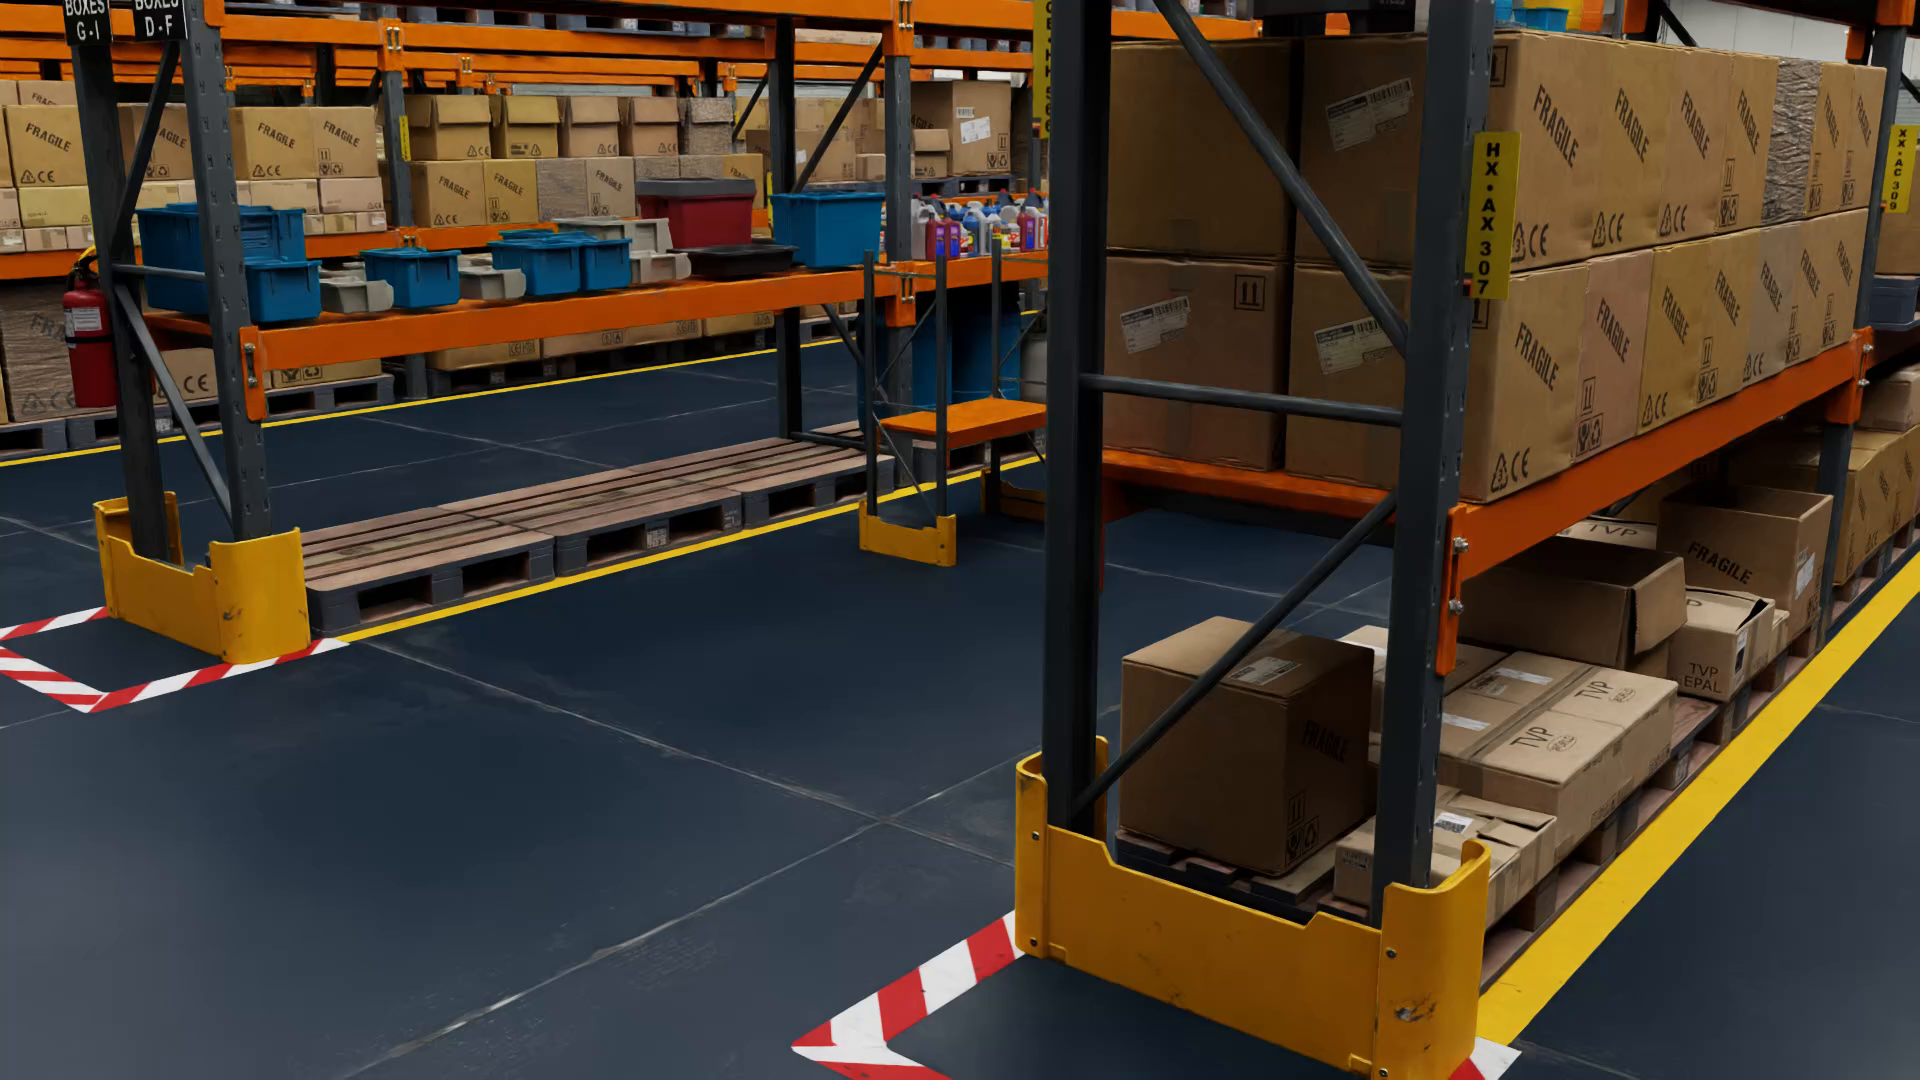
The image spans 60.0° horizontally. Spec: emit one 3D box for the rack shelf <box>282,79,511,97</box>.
[{"bbox_3d":[-9.842,-7.931,29.118,1.077,0.370,4.000,11,18,38],"label":"rack shelf"}]

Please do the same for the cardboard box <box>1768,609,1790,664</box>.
[{"bbox_3d":[2.821,0.327,6.140,0.380,0.149,0.250,11,18,38],"label":"cardboard box"}]

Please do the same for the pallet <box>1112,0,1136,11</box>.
[{"bbox_3d":[0.424,-3.588,10.946,1.003,0.211,1.213,11,18,38],"label":"pallet"}]

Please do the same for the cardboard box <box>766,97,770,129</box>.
[{"bbox_3d":[-2.808,-5.713,22.522,0.875,0.550,0.550,11,18,38],"label":"cardboard box"}]

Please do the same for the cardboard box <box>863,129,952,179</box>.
[{"bbox_3d":[-0.545,-4.049,17.406,0.797,0.503,0.637,14,20,43],"label":"cardboard box"}]

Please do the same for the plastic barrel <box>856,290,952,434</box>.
[{"bbox_3d":[-0.348,-1.131,10.392,0.600,0.901,0.708,11,18,38],"label":"plastic barrel"}]

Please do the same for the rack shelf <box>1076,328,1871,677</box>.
[{"bbox_3d":[1.890,-0.344,5.346,1.077,0.370,4.000,11,18,38],"label":"rack shelf"}]

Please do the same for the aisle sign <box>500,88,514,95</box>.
[{"bbox_3d":[-8.315,-8.436,30.457,0.394,0.787,0.004,11,18,38],"label":"aisle sign"}]

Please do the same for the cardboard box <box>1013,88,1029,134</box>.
[{"bbox_3d":[0.953,-4.866,18.846,0.500,0.500,0.500,11,18,38],"label":"cardboard box"}]

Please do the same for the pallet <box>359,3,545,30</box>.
[{"bbox_3d":[-4.018,-4.154,13.178,0.805,0.209,1.217,10,18,35],"label":"pallet"}]

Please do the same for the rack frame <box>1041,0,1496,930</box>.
[{"bbox_3d":[0.633,-0.310,3.750,1.000,3.000,0.127,11,18,38],"label":"rack frame"}]

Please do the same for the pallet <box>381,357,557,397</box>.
[{"bbox_3d":[-4.129,-1.417,13.773,1.003,0.211,1.213,11,18,38],"label":"pallet"}]

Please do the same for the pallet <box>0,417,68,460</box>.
[{"bbox_3d":[-6.628,-0.657,10.781,1.003,0.211,1.213,11,18,38],"label":"pallet"}]

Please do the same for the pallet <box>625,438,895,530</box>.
[{"bbox_3d":[-1.135,-0.345,9.551,1.003,0.211,1.213,11,18,38],"label":"pallet"}]

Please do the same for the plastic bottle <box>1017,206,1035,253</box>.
[{"bbox_3d":[0.417,-1.961,10.486,0.061,0.283,0.133,11,18,38],"label":"plastic bottle"}]

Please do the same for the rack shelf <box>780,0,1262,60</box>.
[{"bbox_3d":[0.554,-3.331,11.012,1.077,0.370,4.000,11,18,38],"label":"rack shelf"}]

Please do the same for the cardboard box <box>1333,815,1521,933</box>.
[{"bbox_3d":[1.164,0.832,4.153,0.380,0.149,0.250,11,18,38],"label":"cardboard box"}]

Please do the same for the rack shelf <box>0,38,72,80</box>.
[{"bbox_3d":[-9.607,-4.118,14.111,1.077,0.370,4.000,11,18,38],"label":"rack shelf"}]

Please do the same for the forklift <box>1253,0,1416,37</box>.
[{"bbox_3d":[2.526,-1.787,9.706,3.031,2.935,1.130,-8,16,-30],"label":"forklift"}]

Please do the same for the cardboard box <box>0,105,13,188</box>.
[{"bbox_3d":[-6.244,-2.424,10.251,0.500,0.500,0.500,11,18,36],"label":"cardboard box"}]

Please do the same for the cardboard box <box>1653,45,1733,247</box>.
[{"bbox_3d":[1.758,-1.083,4.561,0.500,0.500,0.500,12,18,38],"label":"cardboard box"}]

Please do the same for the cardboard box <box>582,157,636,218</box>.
[{"bbox_3d":[-3.121,-2.999,14.134,0.500,0.500,0.500,12,18,39],"label":"cardboard box"}]

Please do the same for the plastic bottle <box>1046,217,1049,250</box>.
[{"bbox_3d":[0.560,-1.972,10.695,0.097,0.201,0.097,0,14,0],"label":"plastic bottle"}]

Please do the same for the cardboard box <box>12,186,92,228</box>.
[{"bbox_3d":[-5.918,-2.161,10.739,0.500,0.250,0.500,11,18,36],"label":"cardboard box"}]

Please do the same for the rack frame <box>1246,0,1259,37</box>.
[{"bbox_3d":[1.811,-2.609,12.801,1.000,3.000,0.127,11,18,38],"label":"rack frame"}]

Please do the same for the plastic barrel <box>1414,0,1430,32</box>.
[{"bbox_3d":[3.763,-4.816,14.376,0.600,0.901,0.600,0,14,0],"label":"plastic barrel"}]

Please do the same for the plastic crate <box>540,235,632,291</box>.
[{"bbox_3d":[-1.790,-1.331,7.987,0.416,0.233,0.300,11,18,38],"label":"plastic crate"}]

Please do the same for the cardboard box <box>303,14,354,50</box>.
[{"bbox_3d":[-6.619,-5.323,17.189,0.500,0.500,0.500,11,18,38],"label":"cardboard box"}]

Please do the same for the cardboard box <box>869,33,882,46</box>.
[{"bbox_3d":[-0.910,-5.005,16.446,0.500,0.250,0.500,12,18,39],"label":"cardboard box"}]

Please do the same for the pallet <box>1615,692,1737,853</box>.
[{"bbox_3d":[1.948,0.642,5.667,1.003,0.211,1.213,11,18,38],"label":"pallet"}]

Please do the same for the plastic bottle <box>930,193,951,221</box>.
[{"bbox_3d":[-0.152,-2.059,10.735,0.144,0.351,0.185,11,18,38],"label":"plastic bottle"}]

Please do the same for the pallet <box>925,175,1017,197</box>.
[{"bbox_3d":[-0.121,-3.925,18.369,1.003,0.211,1.213,11,18,38],"label":"pallet"}]

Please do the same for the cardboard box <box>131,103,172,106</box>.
[{"bbox_3d":[-10.187,-5.203,20.778,0.500,0.500,0.500,12,18,39],"label":"cardboard box"}]

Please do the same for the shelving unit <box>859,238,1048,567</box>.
[{"bbox_3d":[0.048,-0.742,8.496,0.587,1.500,1.083,11,18,38],"label":"shelving unit"}]

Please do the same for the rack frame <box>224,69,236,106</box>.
[{"bbox_3d":[-9.750,-4.909,21.855,1.000,3.000,0.127,11,18,38],"label":"rack frame"}]

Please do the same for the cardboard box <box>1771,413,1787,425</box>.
[{"bbox_3d":[3.867,-0.406,8.310,0.500,0.500,0.500,12,18,38],"label":"cardboard box"}]

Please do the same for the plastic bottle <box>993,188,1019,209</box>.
[{"bbox_3d":[0.312,-2.257,11.514,0.144,0.351,0.185,11,18,38],"label":"plastic bottle"}]

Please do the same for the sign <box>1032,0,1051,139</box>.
[{"bbox_3d":[0.214,-1.114,3.921,0.100,0.325,0.005,11,18,38],"label":"sign"}]

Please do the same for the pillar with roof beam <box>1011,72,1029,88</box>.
[{"bbox_3d":[4.938,-12.903,41.139,9.100,9.000,0.400,11,18,38],"label":"pillar with roof beam"}]

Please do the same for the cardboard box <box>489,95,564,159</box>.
[{"bbox_3d":[-3.720,-3.397,13.663,0.797,0.503,0.637,12,18,38],"label":"cardboard box"}]

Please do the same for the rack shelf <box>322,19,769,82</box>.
[{"bbox_3d":[-3.299,-4.098,14.029,1.077,0.370,4.000,11,18,38],"label":"rack shelf"}]

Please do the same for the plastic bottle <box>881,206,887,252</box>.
[{"bbox_3d":[-0.477,-1.978,10.570,0.152,0.276,0.135,11,18,38],"label":"plastic bottle"}]

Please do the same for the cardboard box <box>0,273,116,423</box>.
[{"bbox_3d":[-6.158,-1.326,11.214,0.875,0.875,0.875,11,18,38],"label":"cardboard box"}]

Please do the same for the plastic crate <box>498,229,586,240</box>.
[{"bbox_3d":[-2.126,-1.458,8.487,0.416,0.233,0.300,11,18,38],"label":"plastic crate"}]

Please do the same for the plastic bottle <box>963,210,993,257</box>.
[{"bbox_3d":[0.114,-1.883,10.193,0.152,0.276,0.135,11,18,38],"label":"plastic bottle"}]

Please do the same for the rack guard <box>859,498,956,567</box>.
[{"bbox_3d":[-0.265,-0.040,8.274,0.587,0.250,0.087,11,18,38],"label":"rack guard"}]

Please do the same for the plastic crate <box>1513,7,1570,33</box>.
[{"bbox_3d":[5.874,-5.175,16.843,0.392,0.384,0.575,11,18,38],"label":"plastic crate"}]

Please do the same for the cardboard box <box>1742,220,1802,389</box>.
[{"bbox_3d":[2.388,-0.791,5.441,0.500,0.500,0.500,12,18,39],"label":"cardboard box"}]

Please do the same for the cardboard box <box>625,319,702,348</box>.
[{"bbox_3d":[-3.058,-2.251,14.853,1.225,0.875,0.875,11,18,38],"label":"cardboard box"}]

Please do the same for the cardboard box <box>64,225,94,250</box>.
[{"bbox_3d":[-5.784,-1.985,10.855,0.380,0.149,0.250,11,18,37],"label":"cardboard box"}]

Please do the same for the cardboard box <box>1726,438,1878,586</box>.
[{"bbox_3d":[3.641,-0.132,7.235,0.500,0.500,0.500,10,18,35],"label":"cardboard box"}]

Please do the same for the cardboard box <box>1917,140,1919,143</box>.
[{"bbox_3d":[4.630,-1.810,8.600,0.500,0.500,0.700,-12,18,-39],"label":"cardboard box"}]

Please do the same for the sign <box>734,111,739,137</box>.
[{"bbox_3d":[-2.894,-5.369,21.475,0.100,0.325,0.005,11,18,38],"label":"sign"}]
